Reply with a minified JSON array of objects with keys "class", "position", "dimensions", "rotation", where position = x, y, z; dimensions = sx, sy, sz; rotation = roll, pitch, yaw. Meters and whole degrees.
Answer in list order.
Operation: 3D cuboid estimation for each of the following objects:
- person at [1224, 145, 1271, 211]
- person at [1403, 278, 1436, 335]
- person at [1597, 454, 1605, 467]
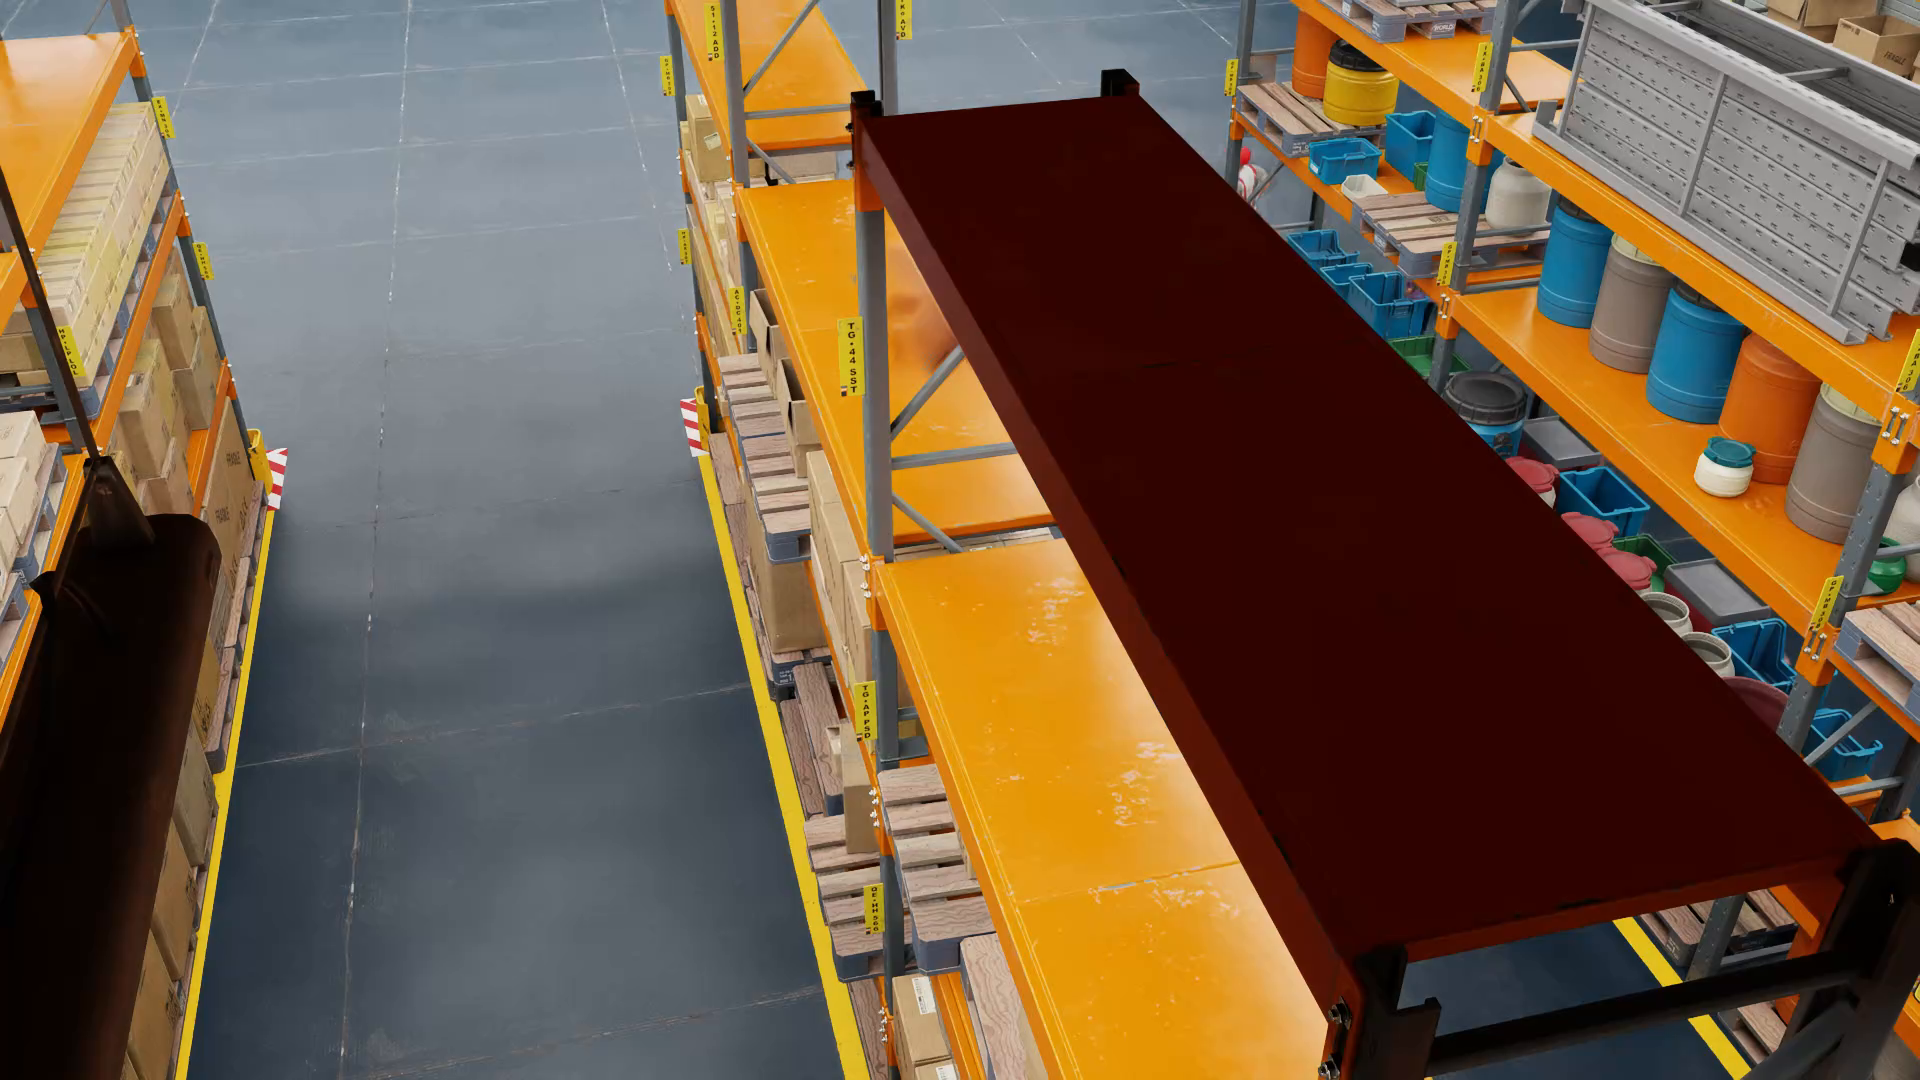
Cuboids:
[{"class":"person","position":[2.901,-3.296,17.348],"dimensions":[0.661,1.760,0.681],"rotation":[12,36,16]},{"class":"person","position":[4.418,-2.309,16.054],"dimensions":[0.513,1.632,0.657],"rotation":[-16,38,-22]},{"class":"person","position":[5.298,-0.827,13.779],"dimensions":[0.573,1.659,0.964],"rotation":[-9,35,-13]}]
